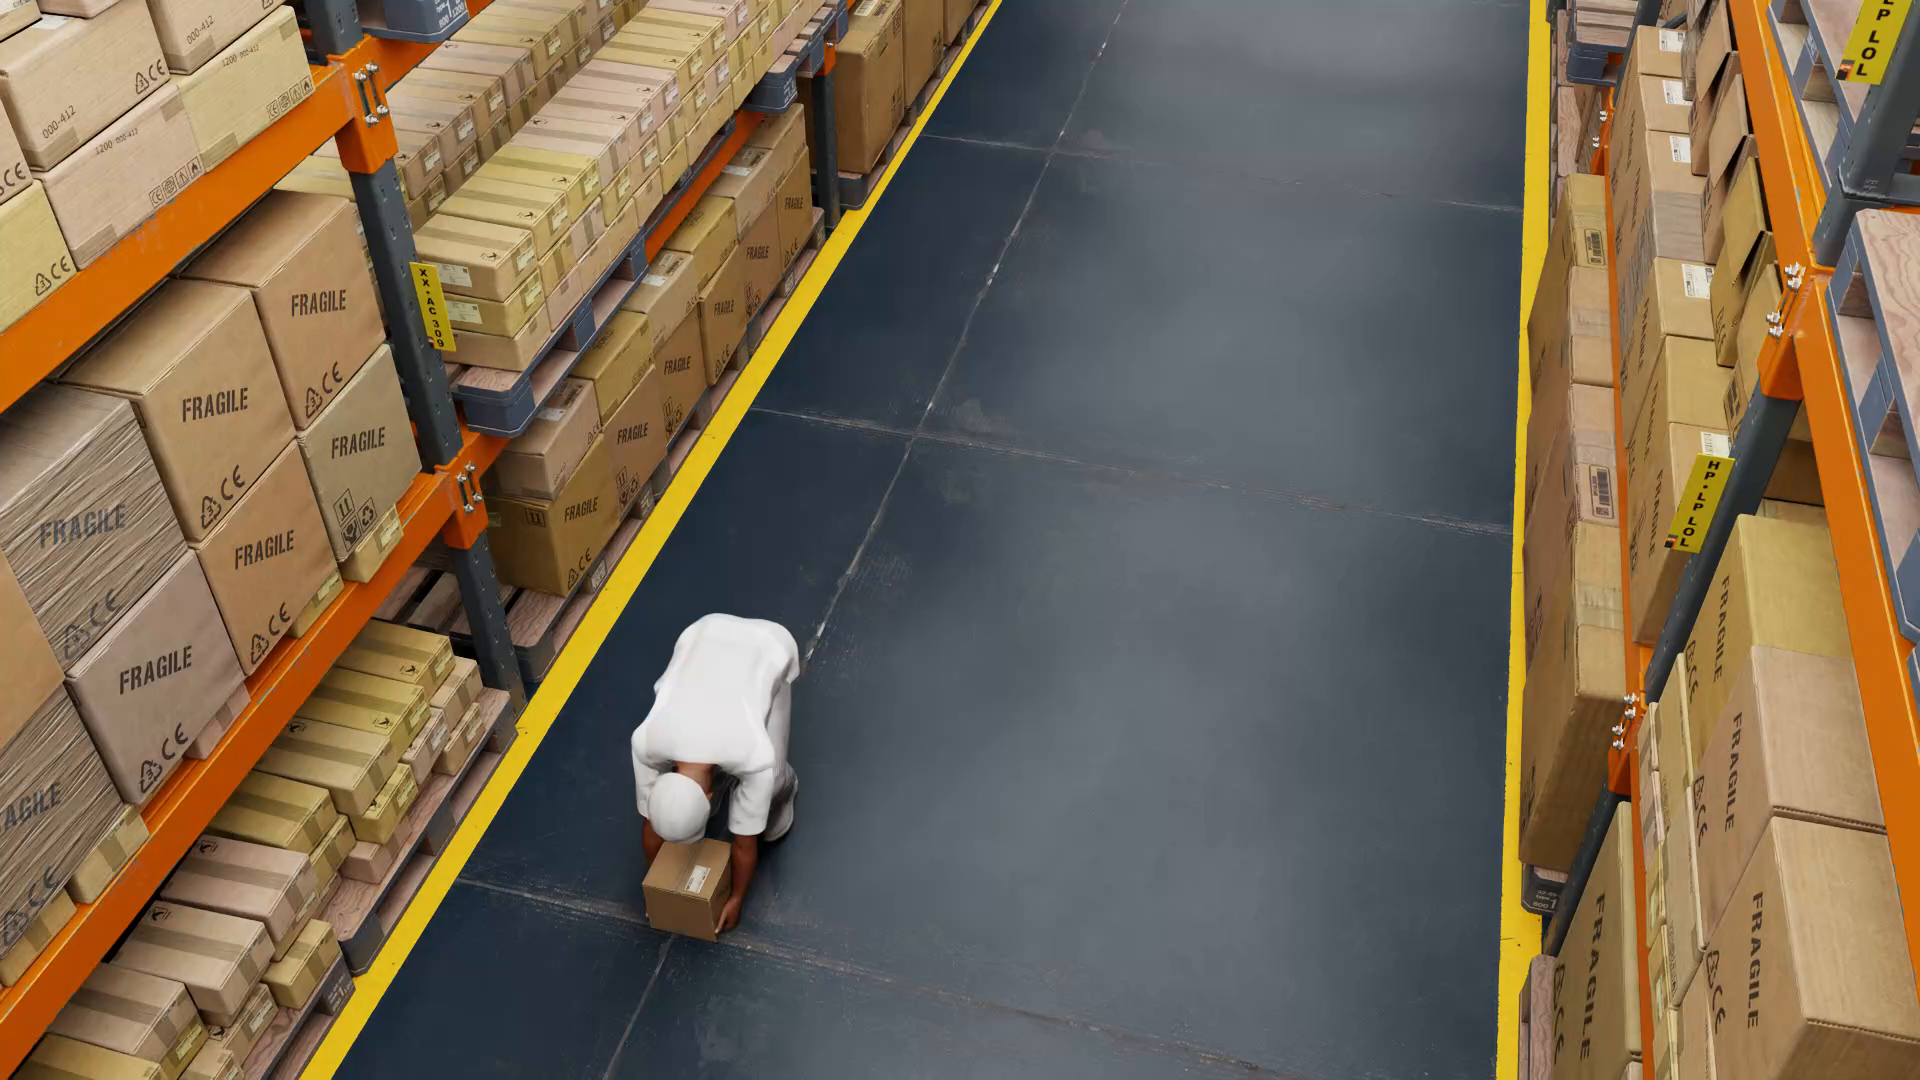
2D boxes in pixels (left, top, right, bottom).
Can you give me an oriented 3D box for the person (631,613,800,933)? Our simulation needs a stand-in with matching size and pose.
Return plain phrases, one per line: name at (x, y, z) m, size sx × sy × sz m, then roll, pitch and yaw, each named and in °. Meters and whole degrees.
person at (-0.853, 0.810, 5.920) m, size 0.517 × 0.862 × 0.980 m, roll 9°, pitch 42°, yaw 10°
